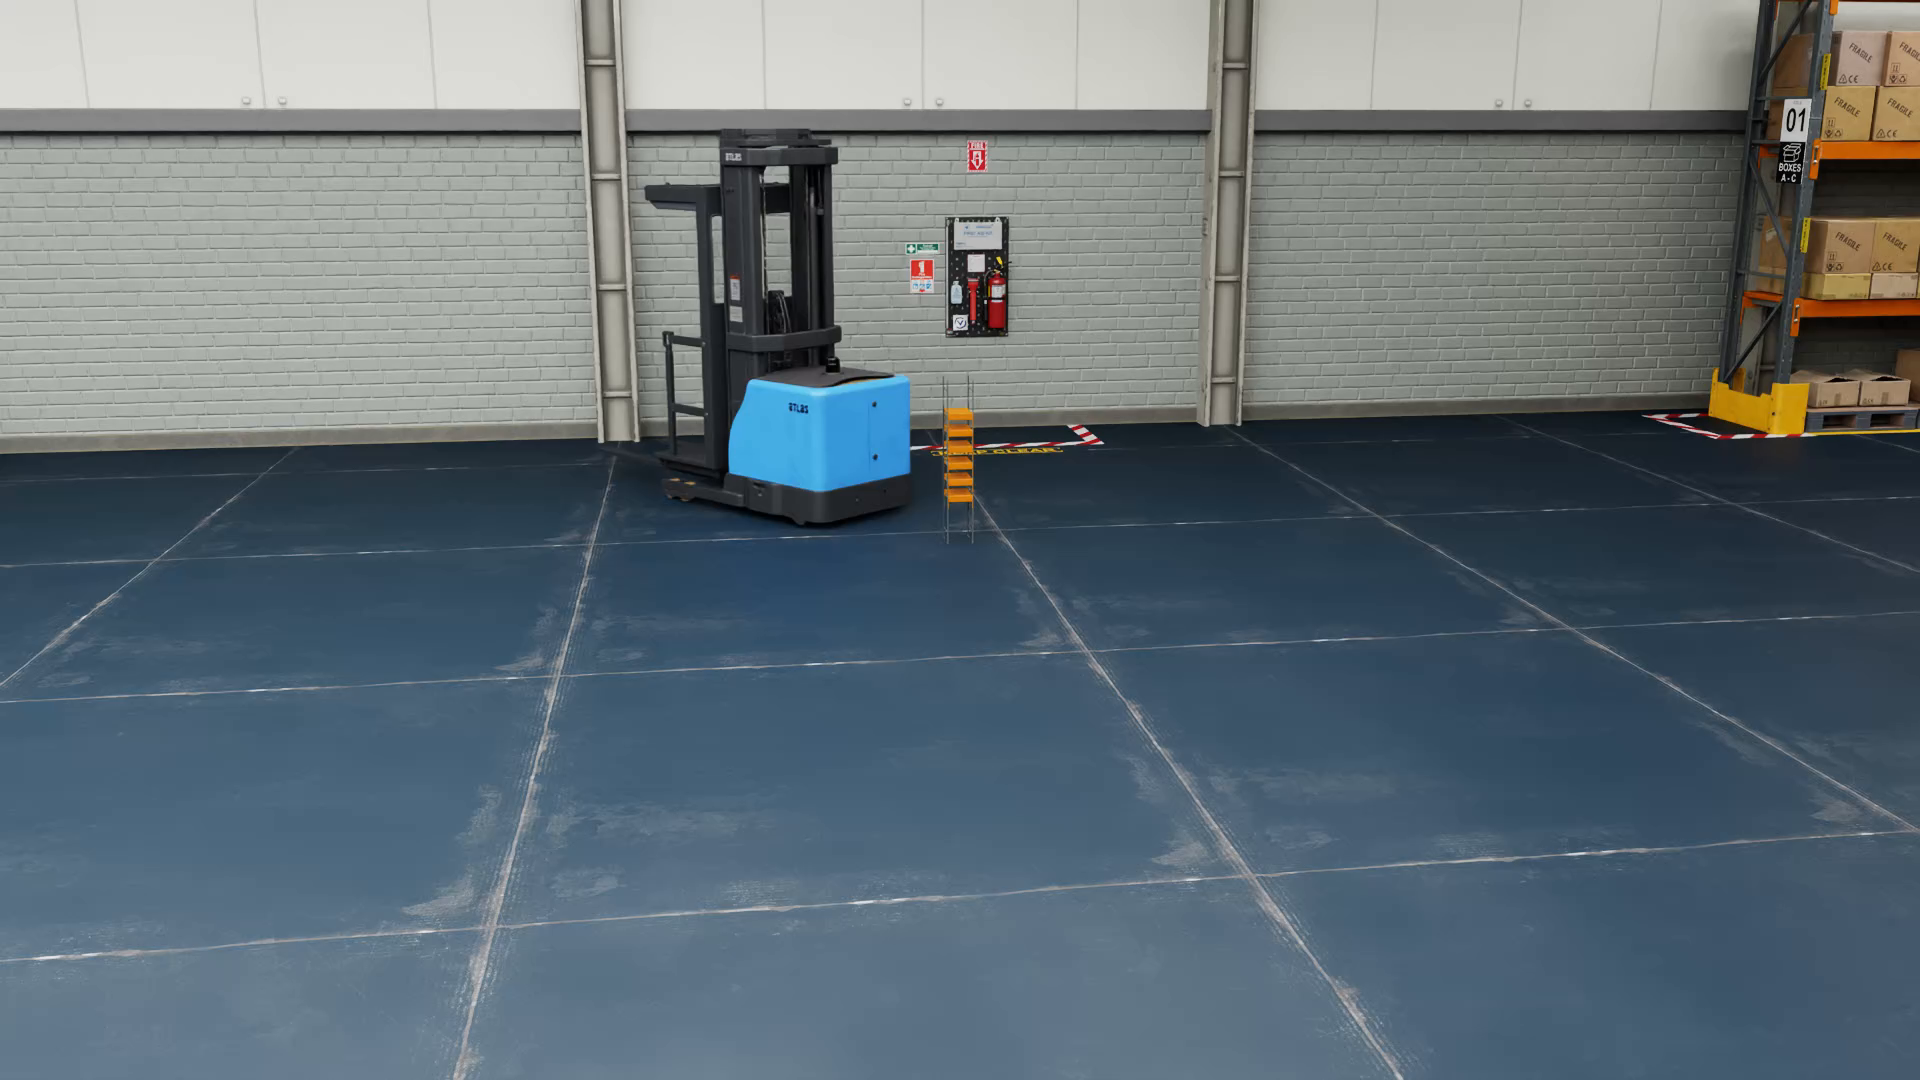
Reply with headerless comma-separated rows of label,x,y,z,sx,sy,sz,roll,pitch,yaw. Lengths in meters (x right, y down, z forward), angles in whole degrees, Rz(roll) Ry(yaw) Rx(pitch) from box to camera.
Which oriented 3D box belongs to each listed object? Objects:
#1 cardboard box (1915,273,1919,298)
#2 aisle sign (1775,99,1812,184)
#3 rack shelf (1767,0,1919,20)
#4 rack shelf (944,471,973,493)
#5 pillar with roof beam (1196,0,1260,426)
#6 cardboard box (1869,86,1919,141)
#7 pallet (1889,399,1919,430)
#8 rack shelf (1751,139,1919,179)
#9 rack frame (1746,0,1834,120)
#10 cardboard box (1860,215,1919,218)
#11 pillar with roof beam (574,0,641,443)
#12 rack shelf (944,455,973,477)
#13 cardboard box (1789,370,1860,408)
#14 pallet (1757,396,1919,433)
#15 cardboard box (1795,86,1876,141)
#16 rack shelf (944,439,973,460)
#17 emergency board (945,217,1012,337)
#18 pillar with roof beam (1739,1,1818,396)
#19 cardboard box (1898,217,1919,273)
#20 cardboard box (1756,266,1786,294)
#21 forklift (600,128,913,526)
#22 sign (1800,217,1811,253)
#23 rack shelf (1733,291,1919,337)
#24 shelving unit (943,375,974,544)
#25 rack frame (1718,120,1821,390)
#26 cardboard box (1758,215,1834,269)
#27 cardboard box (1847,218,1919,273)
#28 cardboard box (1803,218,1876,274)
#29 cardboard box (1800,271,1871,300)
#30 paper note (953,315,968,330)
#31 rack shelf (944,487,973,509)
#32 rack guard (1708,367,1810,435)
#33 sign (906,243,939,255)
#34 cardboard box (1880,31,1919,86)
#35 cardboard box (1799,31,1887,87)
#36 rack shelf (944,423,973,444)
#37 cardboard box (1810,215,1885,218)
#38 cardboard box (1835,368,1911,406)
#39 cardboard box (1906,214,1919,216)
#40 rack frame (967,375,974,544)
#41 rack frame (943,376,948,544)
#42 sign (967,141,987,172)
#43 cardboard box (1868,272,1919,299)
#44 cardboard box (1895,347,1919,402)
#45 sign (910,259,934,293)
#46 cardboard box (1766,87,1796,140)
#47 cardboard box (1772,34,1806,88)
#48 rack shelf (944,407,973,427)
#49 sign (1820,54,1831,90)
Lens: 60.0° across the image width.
cardboard box,9.555,-2.548,16.483,0.500,0.250,0.500,-2,14,-9
aisle sign,7.982,-3.817,15.931,0.004,0.787,0.394,-2,14,-8
rack shelf,9.986,-5.262,16.192,4.000,0.370,1.077,-2,14,-8
rack shelf,-0.014,-0.422,12.114,0.180,0.103,0.258,-2,14,-8
pillar with roof beam,3.280,-4.521,11.750,0.400,9.000,9.100,-2,14,-8
cardboard box,8.913,-4.107,16.017,0.500,0.500,0.500,-1,14,-5
pallet,10.096,-1.345,17.152,1.213,0.211,1.003,-2,14,-8
rack shelf,9.986,-3.809,16.557,4.000,0.370,1.077,-2,14,-8
rack frame,8.009,-5.541,15.815,0.127,3.000,1.000,-2,14,-8
cardboard box,9.453,-3.035,16.884,0.500,0.500,0.500,-2,14,-10
pillar with roof beam,-2.653,-4.304,10.883,0.400,9.000,9.100,-2,14,-8
rack shelf,-0.014,-0.538,12.085,0.180,0.103,0.258,-2,14,-8
cardboard box,8.706,-1.543,16.832,0.500,0.311,0.500,-4,15,-15
pallet,8.892,-1.302,16.979,1.213,0.211,1.003,-2,14,-8
cardboard box,8.377,-4.096,15.974,0.500,0.500,0.500,-2,14,-7
rack shelf,-0.014,-0.655,12.055,0.180,0.103,0.258,-2,14,-8
emergency board,0.190,-2.566,16.288,0.643,1.169,0.194,-2,14,-8
pillar with roof beam,9.213,-4.738,12.617,0.400,9.000,9.100,-2,14,-8
cardboard box,9.528,-2.909,16.381,0.500,0.500,0.500,-3,14,-10
cardboard box,8.442,-2.631,16.814,0.500,0.250,0.500,-2,14,-7
forklift,-1.798,-1.810,13.416,3.031,2.935,1.130,13,19,41
sign,8.090,-2.920,15.919,0.005,0.325,0.100,-2,14,-8
rack shelf,9.986,-2.354,16.922,4.000,0.370,1.077,-2,14,-8
shelving unit,-0.014,-0.581,12.074,0.189,1.200,0.258,-2,14,-8
rack frame,8.009,-2.631,16.545,0.127,3.000,1.000,-2,14,-8
cardboard box,8.443,-3.000,16.742,0.500,0.500,0.500,-2,14,-9
cardboard box,9.016,-2.892,16.312,0.500,0.500,0.500,-2,14,-8
cardboard box,8.526,-2.876,16.250,0.500,0.500,0.500,-2,14,-8
cardboard box,8.539,-2.509,16.327,0.500,0.250,0.500,-3,14,-10
paper note,0.004,-2.149,16.436,0.142,0.148,0.016,-2,14,-8
rack shelf,-0.014,-0.306,12.143,0.180,0.103,0.258,-2,14,-8
rack guard,8.084,-1.421,16.860,0.348,0.500,1.175,-2,14,-8
sign,-0.367,-2.843,16.231,0.331,0.109,0.001,-2,14,-8
cardboard box,8.929,-4.590,15.891,0.500,0.500,0.500,-2,14,-9
cardboard box,8.426,-4.584,15.867,0.500,0.500,0.500,-3,14,-12
rack shelf,-0.014,-0.771,12.026,0.180,0.103,0.258,-2,14,-8
cardboard box,8.942,-3.015,16.805,0.500,0.500,0.500,-2,14,-8
cardboard box,9.270,-1.564,16.915,0.500,0.311,0.500,-1,14,-4
cardboard box,9.951,-3.053,16.957,0.500,0.500,0.500,-2,14,-8
rack frame,0.076,-0.585,12.087,0.006,1.200,0.240,-2,14,-8
rack frame,-0.105,-0.578,12.061,0.006,1.200,0.240,-2,14,-8
sign,0.167,-3.714,16.101,0.199,0.298,0.001,-2,14,-8
cardboard box,9.050,-2.531,16.416,0.500,0.250,0.500,-3,14,-10
cardboard box,10.003,-1.670,16.950,0.500,0.500,0.700,-3,14,-12
sign,-0.372,-2.588,16.303,0.234,0.329,0.001,-2,14,-8
cardboard box,8.384,-4.220,16.469,0.500,0.500,0.500,-1,14,-4
cardboard box,8.396,-4.707,16.357,0.500,0.500,0.500,-1,14,-6
rack shelf,-0.014,-0.888,11.997,0.180,0.103,0.258,-2,14,-8
sign,8.090,-4.379,15.553,0.005,0.325,0.100,-2,14,-8
